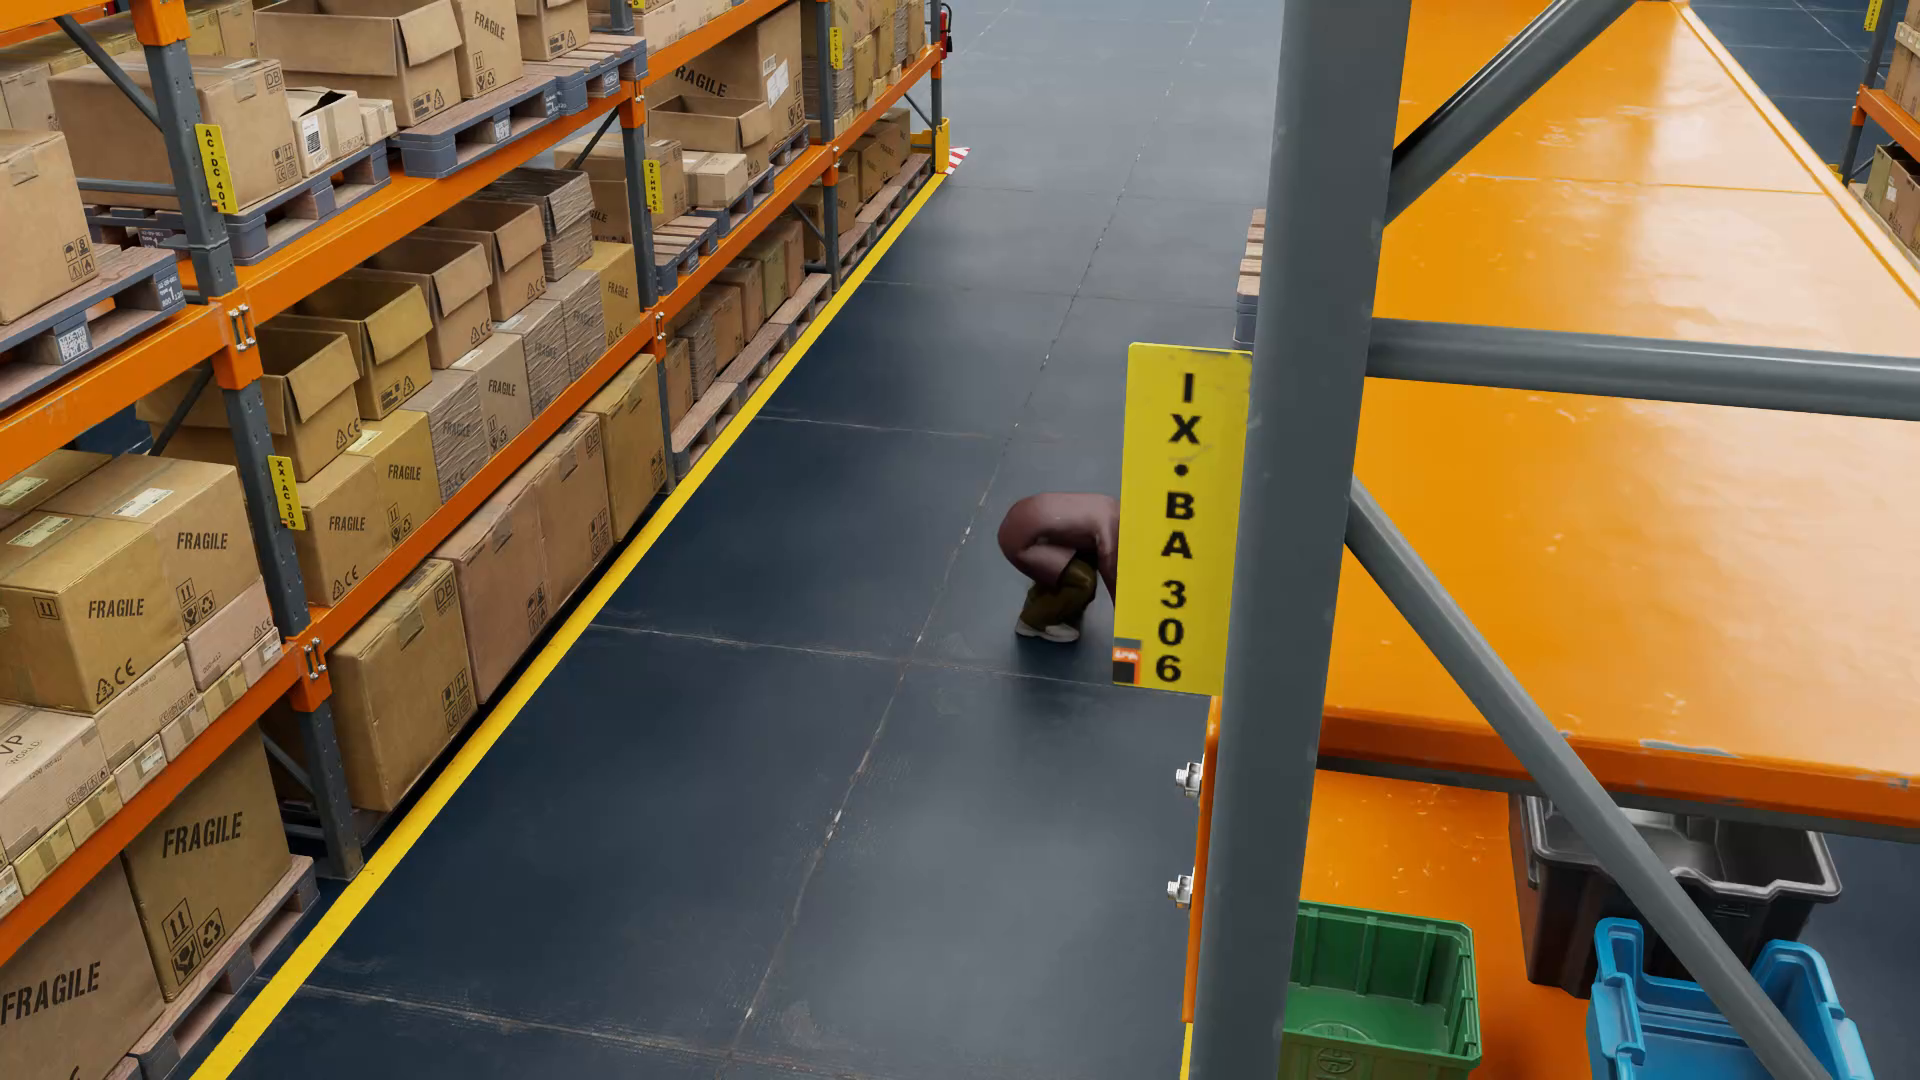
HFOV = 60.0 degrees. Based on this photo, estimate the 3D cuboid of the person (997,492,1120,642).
[{"bbox_3d":[0.688,0.149,9.381,0.960,0.848,0.584,5,29,9],"label":"person"}]
